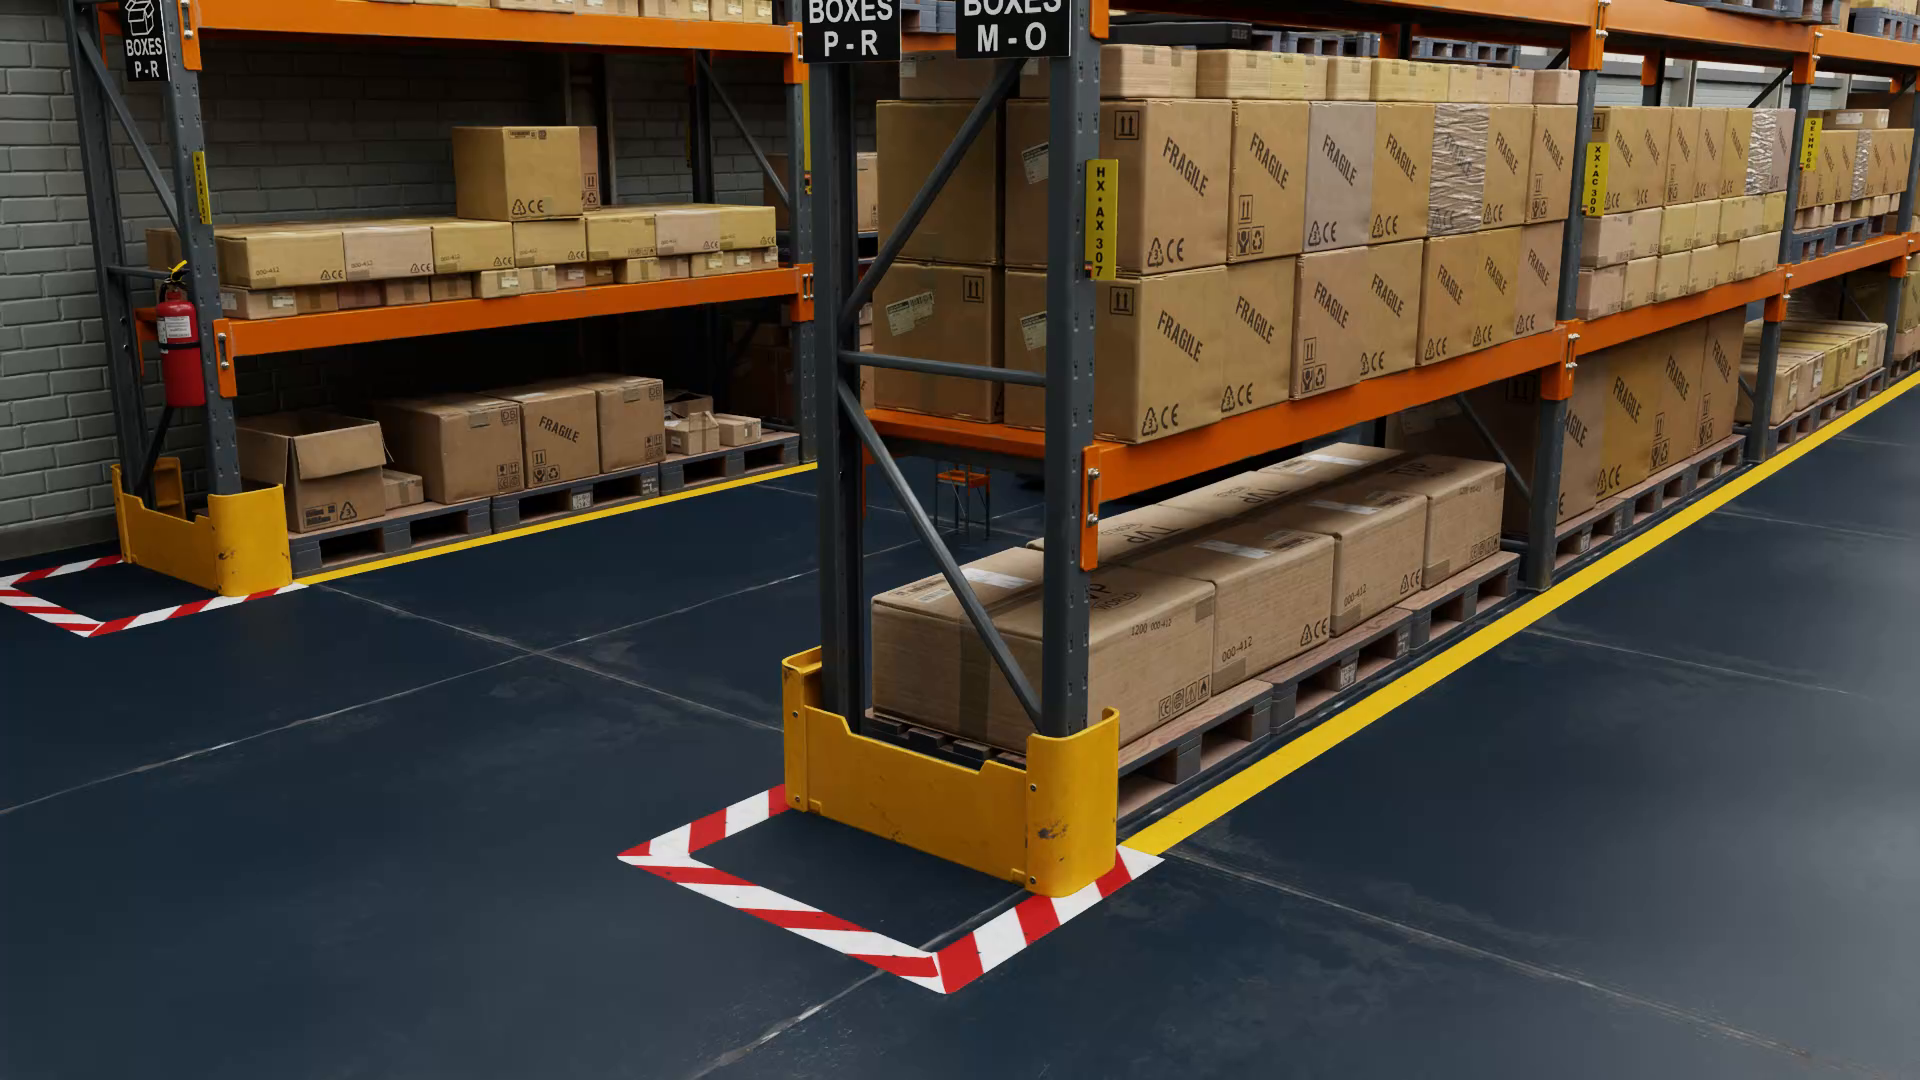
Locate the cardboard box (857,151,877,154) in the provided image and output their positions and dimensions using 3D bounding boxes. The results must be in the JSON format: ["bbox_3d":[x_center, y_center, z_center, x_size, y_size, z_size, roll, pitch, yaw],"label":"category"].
[{"bbox_3d":[-0.584,-2.455,11.637,0.700,0.500,0.500,12,18,38],"label":"cardboard box"}]

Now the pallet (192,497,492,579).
[{"bbox_3d":[-3.354,-0.095,9.069,1.003,0.211,1.213,11,18,38],"label":"pallet"}]

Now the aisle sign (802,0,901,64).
[{"bbox_3d":[-0.325,-1.806,4.860,0.394,0.787,0.004,11,18,38],"label":"aisle sign"}]

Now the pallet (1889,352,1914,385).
[{"bbox_3d":[7.898,-1.593,14.963,1.003,0.211,1.213,11,18,38],"label":"pallet"}]

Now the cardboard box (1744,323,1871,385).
[{"bbox_3d":[6.726,-1.501,13.423,0.950,0.372,0.625,13,19,41],"label":"cardboard box"}]

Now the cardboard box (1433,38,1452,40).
[{"bbox_3d":[4.947,-5.690,18.071,0.797,0.503,0.637,12,19,39],"label":"cardboard box"}]

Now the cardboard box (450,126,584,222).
[{"bbox_3d":[-2.465,-2.047,9.265,0.500,0.500,0.500,12,18,39],"label":"cardboard box"}]

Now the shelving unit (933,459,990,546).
[{"bbox_3d":[0.009,-0.584,8.986,0.258,1.200,0.189,11,18,38],"label":"shelving unit"}]

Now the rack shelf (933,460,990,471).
[{"bbox_3d":[0.009,-0.425,9.027,0.258,0.103,0.180,11,18,38],"label":"rack shelf"}]

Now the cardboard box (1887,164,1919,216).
[{"bbox_3d":[7.997,-3.044,14.205,0.500,0.500,0.500,11,18,37],"label":"cardboard box"}]

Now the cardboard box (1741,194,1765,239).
[{"bbox_3d":[4.563,-1.983,10.125,0.500,0.250,0.500,11,18,36],"label":"cardboard box"}]

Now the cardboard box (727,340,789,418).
[{"bbox_3d":[-1.309,-1.177,11.889,0.500,0.500,0.500,11,18,37],"label":"cardboard box"}]

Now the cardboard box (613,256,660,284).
[{"bbox_3d":[-2.008,-1.617,9.908,0.380,0.149,0.250,11,18,37],"label":"cardboard box"}]

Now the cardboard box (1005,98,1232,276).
[{"bbox_3d":[0.485,-1.093,5.099,0.500,0.500,0.500,11,18,36],"label":"cardboard box"}]

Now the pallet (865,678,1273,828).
[{"bbox_3d":[0.403,0.674,6.040,1.003,0.211,1.213,11,18,38],"label":"pallet"}]

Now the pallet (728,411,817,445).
[{"bbox_3d":[-0.906,-0.855,12.062,1.003,0.211,1.213,11,18,38],"label":"pallet"}]

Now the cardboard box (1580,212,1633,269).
[{"bbox_3d":[2.971,-1.488,8.178,0.500,0.250,0.500,11,18,36],"label":"cardboard box"}]

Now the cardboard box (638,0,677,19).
[{"bbox_3d":[-1.874,-3.120,9.731,0.380,0.149,0.250,11,18,37],"label":"cardboard box"}]

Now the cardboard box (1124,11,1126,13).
[{"bbox_3d":[1.582,-4.424,13.771,0.380,0.166,0.250,11,18,37],"label":"cardboard box"}]

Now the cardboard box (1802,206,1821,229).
[{"bbox_3d":[5.750,-2.253,11.559,0.380,0.149,0.250,10,17,34],"label":"cardboard box"}]

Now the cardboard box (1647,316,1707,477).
[{"bbox_3d":[3.927,-0.928,10.147,0.875,0.875,0.875,12,18,38],"label":"cardboard box"}]

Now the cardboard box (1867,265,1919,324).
[{"bbox_3d":[8.412,-2.220,14.978,0.500,0.500,0.500,12,19,40],"label":"cardboard box"}]

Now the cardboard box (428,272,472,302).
[{"bbox_3d":[-2.851,-1.380,8.974,0.380,0.149,0.250,12,18,38],"label":"cardboard box"}]

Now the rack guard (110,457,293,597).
[{"bbox_3d":[-3.854,-0.082,8.432,1.175,0.500,0.348,11,18,38],"label":"rack guard"}]

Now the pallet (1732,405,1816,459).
[{"bbox_3d":[5.482,-0.842,12.008,1.003,0.211,1.213,11,18,38],"label":"pallet"}]

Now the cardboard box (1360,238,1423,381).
[{"bbox_3d":[1.418,-0.902,6.379,0.500,0.500,0.500,12,19,39],"label":"cardboard box"}]

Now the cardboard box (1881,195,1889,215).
[{"bbox_3d":[7.081,-2.648,13.111,0.380,0.149,0.250,11,18,37],"label":"cardboard box"}]

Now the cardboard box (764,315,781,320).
[{"bbox_3d":[-1.219,-1.518,11.913,0.380,0.149,0.250,11,18,38],"label":"cardboard box"}]

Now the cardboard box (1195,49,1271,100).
[{"bbox_3d":[0.762,-1.478,5.297,0.380,0.149,0.250,12,19,39],"label":"cardboard box"}]

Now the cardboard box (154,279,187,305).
[{"bbox_3d":[-3.902,-1.263,8.511,0.380,0.149,0.250,11,18,37],"label":"cardboard box"}]

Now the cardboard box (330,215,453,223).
[{"bbox_3d":[-3.179,-1.673,9.315,0.500,0.250,0.500,12,19,39],"label":"cardboard box"}]

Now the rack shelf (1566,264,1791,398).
[{"bbox_3d":[3.732,-1.312,9.658,1.077,0.370,4.000,11,18,38],"label":"rack shelf"}]

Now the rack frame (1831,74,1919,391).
[{"bbox_3d":[7.503,-2.810,14.092,1.000,3.000,0.127,11,18,38],"label":"rack frame"}]

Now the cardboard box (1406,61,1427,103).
[{"bbox_3d":[1.534,-1.733,6.300,0.380,0.149,0.250,11,18,38],"label":"cardboard box"}]

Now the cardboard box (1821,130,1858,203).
[{"bbox_3d":[6.103,-2.694,11.976,0.500,0.500,0.500,12,18,38],"label":"cardboard box"}]

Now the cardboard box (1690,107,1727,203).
[{"bbox_3d":[3.911,-2.148,9.253,0.500,0.500,0.500,11,18,37],"label":"cardboard box"}]

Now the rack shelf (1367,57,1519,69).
[{"bbox_3d":[4.897,-5.066,18.340,1.077,0.370,4.000,11,18,38],"label":"rack shelf"}]

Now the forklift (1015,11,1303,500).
[{"bbox_3d":[1.644,-1.962,10.892,1.130,2.935,3.031,11,18,37],"label":"forklift"}]

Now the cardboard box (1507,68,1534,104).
[{"bbox_3d":[2.279,-1.983,7.287,0.380,0.149,0.250,12,18,39],"label":"cardboard box"}]

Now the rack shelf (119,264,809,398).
[{"bbox_3d":[-2.645,-1.314,9.663,1.077,0.370,4.000,11,18,38],"label":"rack shelf"}]

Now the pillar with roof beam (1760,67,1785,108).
[{"bbox_3d":[19.677,-10.038,30.361,9.100,9.000,0.400,11,18,38],"label":"pillar with roof beam"}]

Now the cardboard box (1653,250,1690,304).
[{"bbox_3d":[3.616,-1.444,9.018,0.500,0.250,0.500,11,18,37],"label":"cardboard box"}]

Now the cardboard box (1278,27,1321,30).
[{"bbox_3d":[3.185,-4.904,15.697,0.380,0.149,0.250,11,18,37],"label":"cardboard box"}]

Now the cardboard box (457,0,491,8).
[{"bbox_3d":[-2.699,-2.877,8.775,0.380,0.149,0.250,11,18,37],"label":"cardboard box"}]

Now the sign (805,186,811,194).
[{"bbox_3d":[-0.961,-2.382,10.651,0.100,0.325,0.005,11,18,38],"label":"sign"}]

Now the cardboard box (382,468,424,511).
[{"bbox_3d":[-3.146,-0.279,9.066,0.380,0.149,0.250,10,18,35],"label":"cardboard box"}]

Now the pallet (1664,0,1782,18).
[{"bbox_3d":[3.925,-3.060,9.368,1.003,0.211,1.213,12,19,40],"label":"pallet"}]

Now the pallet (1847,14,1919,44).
[{"bbox_3d":[7.033,-4.071,13.346,1.213,0.211,1.003,11,18,38],"label":"pallet"}]

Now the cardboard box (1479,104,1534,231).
[{"bbox_3d":[2.068,-1.582,7.024,0.500,0.500,0.500,11,18,37],"label":"cardboard box"}]

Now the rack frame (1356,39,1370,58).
[{"bbox_3d":[3.640,-3.577,17.113,1.000,3.000,0.127,11,18,38],"label":"rack frame"}]

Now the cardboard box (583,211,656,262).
[{"bbox_3d":[-2.145,-1.790,9.777,0.500,0.250,0.500,11,18,37],"label":"cardboard box"}]

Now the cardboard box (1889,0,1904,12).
[{"bbox_3d":[6.927,-4.164,12.783,0.500,0.250,0.500,12,18,38],"label":"cardboard box"}]

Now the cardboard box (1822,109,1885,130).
[{"bbox_3d":[6.812,-3.207,12.678,0.380,0.149,0.250,10,18,35],"label":"cardboard box"}]

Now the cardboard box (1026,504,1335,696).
[{"bbox_3d":[0.867,0.208,6.563,0.875,0.438,0.875,12,18,39],"label":"cardboard box"}]

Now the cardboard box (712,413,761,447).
[{"bbox_3d":[-1.510,-0.715,10.783,0.380,0.149,0.250,11,18,36],"label":"cardboard box"}]
